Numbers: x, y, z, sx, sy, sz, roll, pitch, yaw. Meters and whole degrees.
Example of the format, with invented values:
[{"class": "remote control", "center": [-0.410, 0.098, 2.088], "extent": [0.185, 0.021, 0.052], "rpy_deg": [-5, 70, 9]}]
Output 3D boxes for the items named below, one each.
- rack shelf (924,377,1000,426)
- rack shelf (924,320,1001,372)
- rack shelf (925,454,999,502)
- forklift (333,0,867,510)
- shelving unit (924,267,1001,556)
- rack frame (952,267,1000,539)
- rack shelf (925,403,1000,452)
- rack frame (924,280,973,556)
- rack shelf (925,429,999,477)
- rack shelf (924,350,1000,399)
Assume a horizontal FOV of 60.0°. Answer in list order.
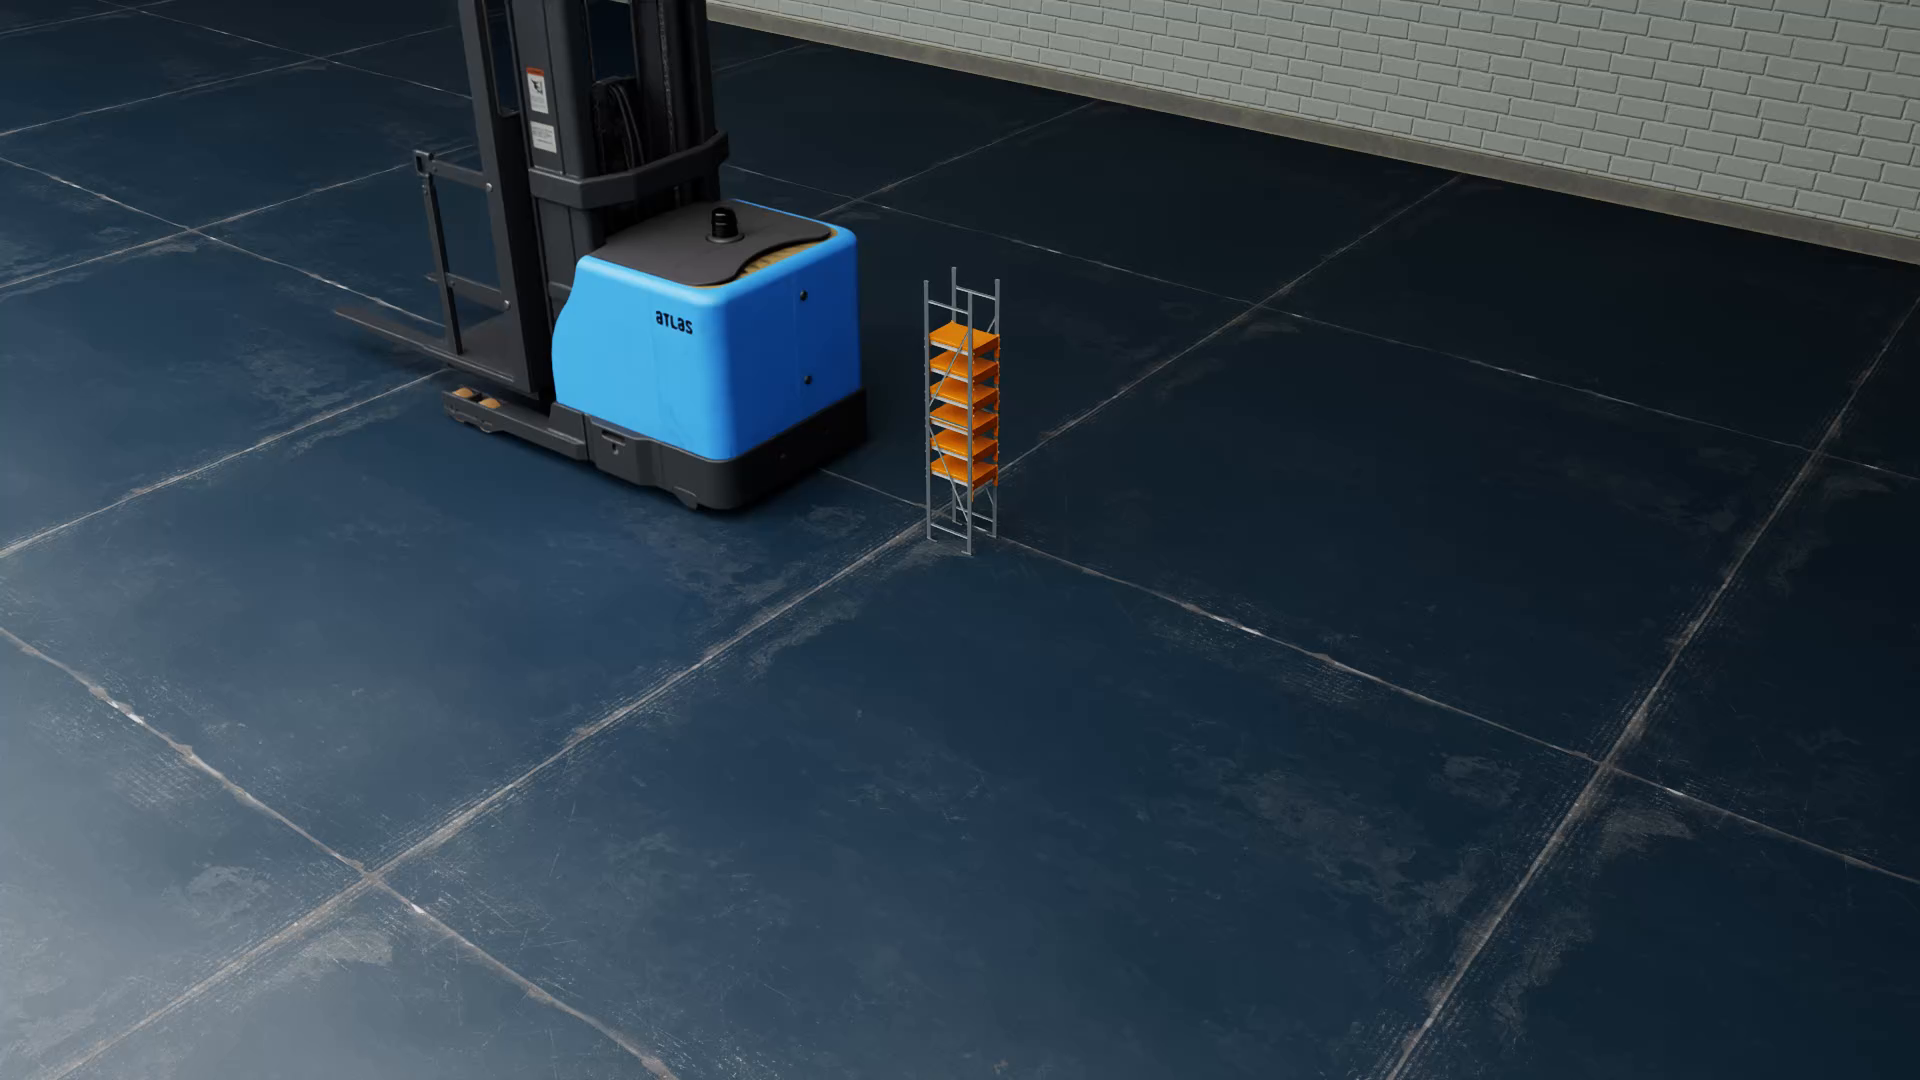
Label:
[{"class": "rack shelf", "center": [0.009, -0.587, 6.915], "extent": [0.258, 0.103, 0.180], "rpy_deg": [21, 37, 31]}, {"class": "rack shelf", "center": [0.009, -0.794, 6.793], "extent": [0.258, 0.103, 0.180], "rpy_deg": [21, 37, 31]}, {"class": "rack shelf", "center": [0.009, -0.277, 7.099], "extent": [0.258, 0.103, 0.180], "rpy_deg": [21, 37, 31]}, {"class": "forklift", "center": [-1.937, -1.981, 7.718], "extent": [3.031, 2.935, 1.130], "rpy_deg": [20, 36, 30]}, {"class": "shelving unit", "center": [0.009, -0.522, 6.954], "extent": [0.258, 1.200, 0.189], "rpy_deg": [21, 37, 31]}, {"class": "rack frame", "center": [0.064, -0.559, 7.017], "extent": [0.240, 1.200, 0.006], "rpy_deg": [21, 37, 31]}, {"class": "rack shelf", "center": [0.009, -0.484, 6.977], "extent": [0.258, 0.103, 0.180], "rpy_deg": [21, 37, 31]}, {"class": "rack frame", "center": [-0.047, -0.485, 6.891], "extent": [0.240, 1.200, 0.006], "rpy_deg": [21, 37, 31]}, {"class": "rack shelf", "center": [0.009, -0.381, 7.038], "extent": [0.258, 0.103, 0.180], "rpy_deg": [21, 37, 31]}, {"class": "rack shelf", "center": [0.009, -0.690, 6.854], "extent": [0.258, 0.103, 0.180], "rpy_deg": [21, 37, 31]}]
